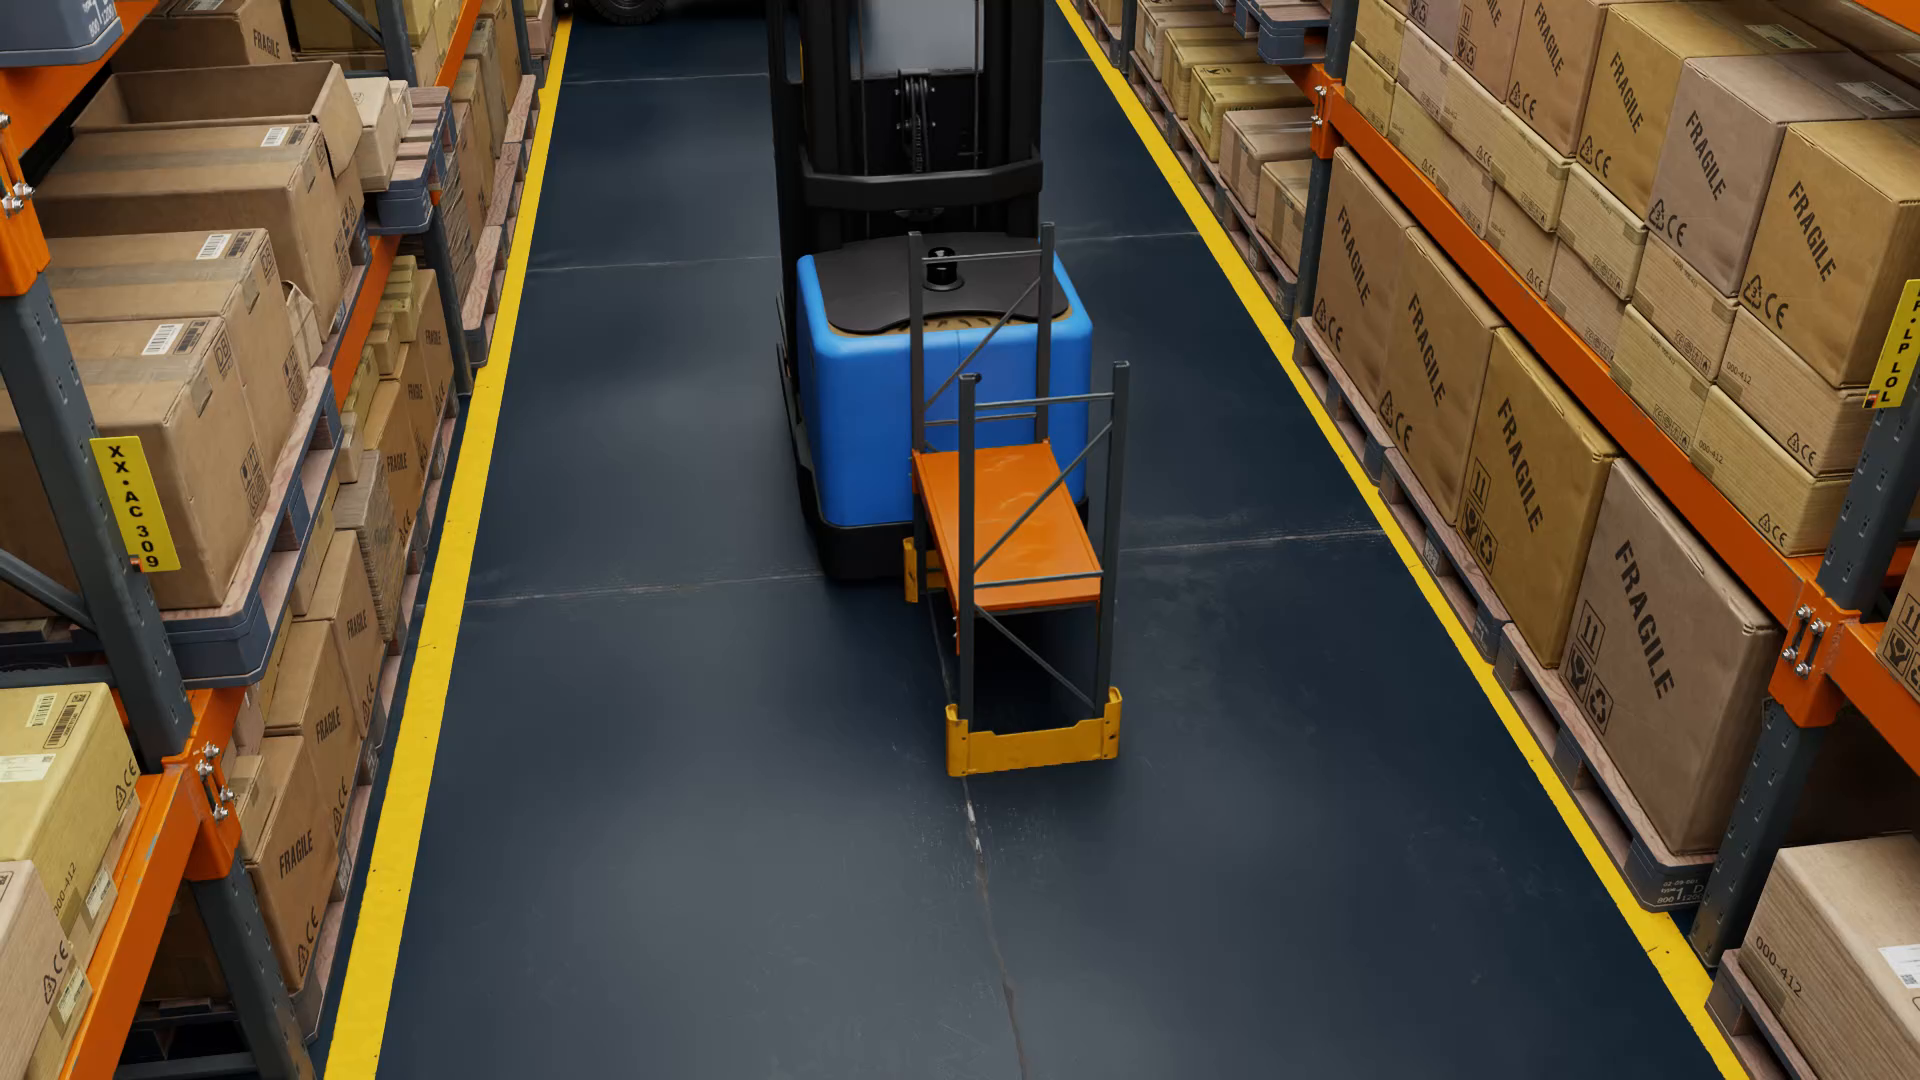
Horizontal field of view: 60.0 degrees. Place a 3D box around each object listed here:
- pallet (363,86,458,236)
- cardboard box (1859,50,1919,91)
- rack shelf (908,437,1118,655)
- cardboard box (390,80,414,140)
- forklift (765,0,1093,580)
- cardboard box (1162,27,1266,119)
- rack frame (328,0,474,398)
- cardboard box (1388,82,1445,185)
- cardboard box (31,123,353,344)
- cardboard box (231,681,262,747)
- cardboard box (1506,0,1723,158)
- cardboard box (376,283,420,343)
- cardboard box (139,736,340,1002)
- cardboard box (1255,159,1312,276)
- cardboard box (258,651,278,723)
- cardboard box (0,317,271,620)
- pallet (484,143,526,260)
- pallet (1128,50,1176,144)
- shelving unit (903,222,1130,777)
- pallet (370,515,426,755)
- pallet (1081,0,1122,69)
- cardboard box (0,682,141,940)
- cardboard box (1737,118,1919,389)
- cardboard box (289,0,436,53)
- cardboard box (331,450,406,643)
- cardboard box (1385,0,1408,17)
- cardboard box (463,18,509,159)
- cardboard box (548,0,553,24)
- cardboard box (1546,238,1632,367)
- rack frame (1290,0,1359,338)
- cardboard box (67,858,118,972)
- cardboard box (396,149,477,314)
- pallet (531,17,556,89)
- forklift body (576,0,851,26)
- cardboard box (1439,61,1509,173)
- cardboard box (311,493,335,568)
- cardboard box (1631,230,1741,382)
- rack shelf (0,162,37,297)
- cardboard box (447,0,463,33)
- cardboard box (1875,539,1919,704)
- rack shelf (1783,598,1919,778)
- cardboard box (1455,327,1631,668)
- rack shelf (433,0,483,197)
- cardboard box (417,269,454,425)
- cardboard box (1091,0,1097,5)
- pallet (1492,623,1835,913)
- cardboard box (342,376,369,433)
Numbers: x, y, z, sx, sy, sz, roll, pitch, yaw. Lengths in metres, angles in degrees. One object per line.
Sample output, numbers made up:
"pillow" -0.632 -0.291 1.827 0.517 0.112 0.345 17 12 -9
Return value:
"pallet" -2.611 -1.446 6.379 1.213 0.211 1.003 -4 35 -6
"cardboard box" 2.814 -1.048 4.648 0.500 0.500 0.500 -5 35 -7
"rack shelf" 0.160 -0.005 5.745 0.538 0.185 1.000 -6 35 -8
"cardboard box" -2.303 -1.631 6.330 0.380 0.149 0.250 -4 34 -5
"forklift" -0.255 -1.878 6.903 1.130 2.935 3.031 -6 35 -8
"cardboard box" 1.781 -2.903 10.307 0.950 0.372 0.625 -2 34 -3
"rack frame" -2.772 -1.899 6.872 1.000 3.000 0.127 -4 35 -6
"cardboard box" 2.049 -1.637 6.622 0.500 0.250 0.500 -5 35 -8
"cardboard box" -2.253 -0.895 4.938 0.700 0.500 0.500 -5 35 -7
"cardboard box" -2.101 0.440 4.447 0.380 0.149 0.250 -6 35 -9
"cardboard box" 2.165 -1.590 5.442 0.500 0.500 0.500 -4 34 -6
"cardboard box" -2.387 -0.901 6.679 0.380 0.149 0.250 -6 35 -9
"cardboard box" -2.076 0.906 4.604 0.500 0.500 0.500 -3 34 -4
"cardboard box" 2.080 -1.680 8.513 0.950 0.372 0.625 -7 35 -10
"cardboard box" -2.178 0.414 4.750 0.380 0.149 0.250 -6 35 -9
"cardboard box" -2.077 -0.168 3.871 0.700 0.500 0.500 -4 34 -5
"pallet" -3.005 -1.888 9.333 1.003 0.211 1.213 -4 35 -6
"pallet" 1.714 -2.922 10.850 1.003 0.211 1.213 -4 35 -6
"shelving unit" 0.161 -0.148 5.636 0.587 1.500 1.083 -6 35 -8
"pallet" -2.548 0.353 6.045 1.003 0.211 1.213 -4 35 -6
"pallet" 1.483 -3.728 12.034 1.003 0.211 1.213 -4 35 -6
"cardboard box" -1.924 0.538 3.166 0.500 0.250 0.500 -4 34 -5
"cardboard box" 2.375 -0.729 4.180 0.500 0.500 0.500 -3 34 -5
"cardboard box" -2.565 -2.311 7.167 0.500 0.250 0.500 -4 35 -6
"cardboard box" -2.284 0.041 5.873 0.500 0.500 0.500 -6 35 -8
"cardboard box" 1.970 -2.437 6.686 0.500 0.500 0.500 -5 35 -8
"cardboard box" -3.132 -2.599 9.636 0.875 0.625 0.625 -5 35 -7
"cardboard box" -3.131 -3.745 11.651 0.500 0.250 0.500 -5 35 -7
"cardboard box" 2.258 -0.781 5.366 0.500 0.250 0.500 -5 35 -8
"rack frame" 2.146 -2.277 7.427 1.000 3.000 0.127 -4 35 -6
"cardboard box" -1.884 0.740 3.224 0.380 0.149 0.250 -3 34 -5
"cardboard box" -2.842 -1.440 7.935 0.875 0.625 0.625 -3 34 -5
"pallet" -3.375 -3.425 11.589 1.003 0.211 1.213 -4 35 -6
"forklift body" -1.785 -5.092 12.312 2.313 2.155 1.214 -4 35 -6
"cardboard box" 2.093 -1.552 6.053 0.500 0.250 0.500 -4 35 -7
"cardboard box" -2.256 -0.019 5.385 0.380 0.149 0.250 -3 34 -5
"cardboard box" 2.309 -0.695 4.795 0.500 0.250 0.500 -4 34 -5
"rack shelf" -1.965 0.507 1.317 1.077 0.370 4.000 -4 35 -6
"cardboard box" -2.729 -2.671 8.138 0.500 0.250 0.500 -5 35 -8
"cardboard box" 2.488 0.196 3.710 0.500 0.500 0.500 -3 34 -5
"rack shelf" 2.953 1.369 2.717 1.077 0.370 4.000 -4 35 -6
"cardboard box" 2.392 -0.183 5.869 0.875 0.875 0.875 -3 34 -5
"rack shelf" -3.041 -2.717 8.713 1.077 0.370 4.000 -4 35 -6
"cardboard box" -2.502 -0.819 7.136 0.500 0.500 0.500 -3 34 -5
"cardboard box" 1.181 -4.152 12.248 0.500 0.250 0.500 -5 35 -8
"pallet" 2.506 0.683 5.560 1.003 0.211 1.213 -4 35 -6
"cardboard box" -2.371 -0.461 6.033 0.380 0.149 0.250 -5 35 -7
